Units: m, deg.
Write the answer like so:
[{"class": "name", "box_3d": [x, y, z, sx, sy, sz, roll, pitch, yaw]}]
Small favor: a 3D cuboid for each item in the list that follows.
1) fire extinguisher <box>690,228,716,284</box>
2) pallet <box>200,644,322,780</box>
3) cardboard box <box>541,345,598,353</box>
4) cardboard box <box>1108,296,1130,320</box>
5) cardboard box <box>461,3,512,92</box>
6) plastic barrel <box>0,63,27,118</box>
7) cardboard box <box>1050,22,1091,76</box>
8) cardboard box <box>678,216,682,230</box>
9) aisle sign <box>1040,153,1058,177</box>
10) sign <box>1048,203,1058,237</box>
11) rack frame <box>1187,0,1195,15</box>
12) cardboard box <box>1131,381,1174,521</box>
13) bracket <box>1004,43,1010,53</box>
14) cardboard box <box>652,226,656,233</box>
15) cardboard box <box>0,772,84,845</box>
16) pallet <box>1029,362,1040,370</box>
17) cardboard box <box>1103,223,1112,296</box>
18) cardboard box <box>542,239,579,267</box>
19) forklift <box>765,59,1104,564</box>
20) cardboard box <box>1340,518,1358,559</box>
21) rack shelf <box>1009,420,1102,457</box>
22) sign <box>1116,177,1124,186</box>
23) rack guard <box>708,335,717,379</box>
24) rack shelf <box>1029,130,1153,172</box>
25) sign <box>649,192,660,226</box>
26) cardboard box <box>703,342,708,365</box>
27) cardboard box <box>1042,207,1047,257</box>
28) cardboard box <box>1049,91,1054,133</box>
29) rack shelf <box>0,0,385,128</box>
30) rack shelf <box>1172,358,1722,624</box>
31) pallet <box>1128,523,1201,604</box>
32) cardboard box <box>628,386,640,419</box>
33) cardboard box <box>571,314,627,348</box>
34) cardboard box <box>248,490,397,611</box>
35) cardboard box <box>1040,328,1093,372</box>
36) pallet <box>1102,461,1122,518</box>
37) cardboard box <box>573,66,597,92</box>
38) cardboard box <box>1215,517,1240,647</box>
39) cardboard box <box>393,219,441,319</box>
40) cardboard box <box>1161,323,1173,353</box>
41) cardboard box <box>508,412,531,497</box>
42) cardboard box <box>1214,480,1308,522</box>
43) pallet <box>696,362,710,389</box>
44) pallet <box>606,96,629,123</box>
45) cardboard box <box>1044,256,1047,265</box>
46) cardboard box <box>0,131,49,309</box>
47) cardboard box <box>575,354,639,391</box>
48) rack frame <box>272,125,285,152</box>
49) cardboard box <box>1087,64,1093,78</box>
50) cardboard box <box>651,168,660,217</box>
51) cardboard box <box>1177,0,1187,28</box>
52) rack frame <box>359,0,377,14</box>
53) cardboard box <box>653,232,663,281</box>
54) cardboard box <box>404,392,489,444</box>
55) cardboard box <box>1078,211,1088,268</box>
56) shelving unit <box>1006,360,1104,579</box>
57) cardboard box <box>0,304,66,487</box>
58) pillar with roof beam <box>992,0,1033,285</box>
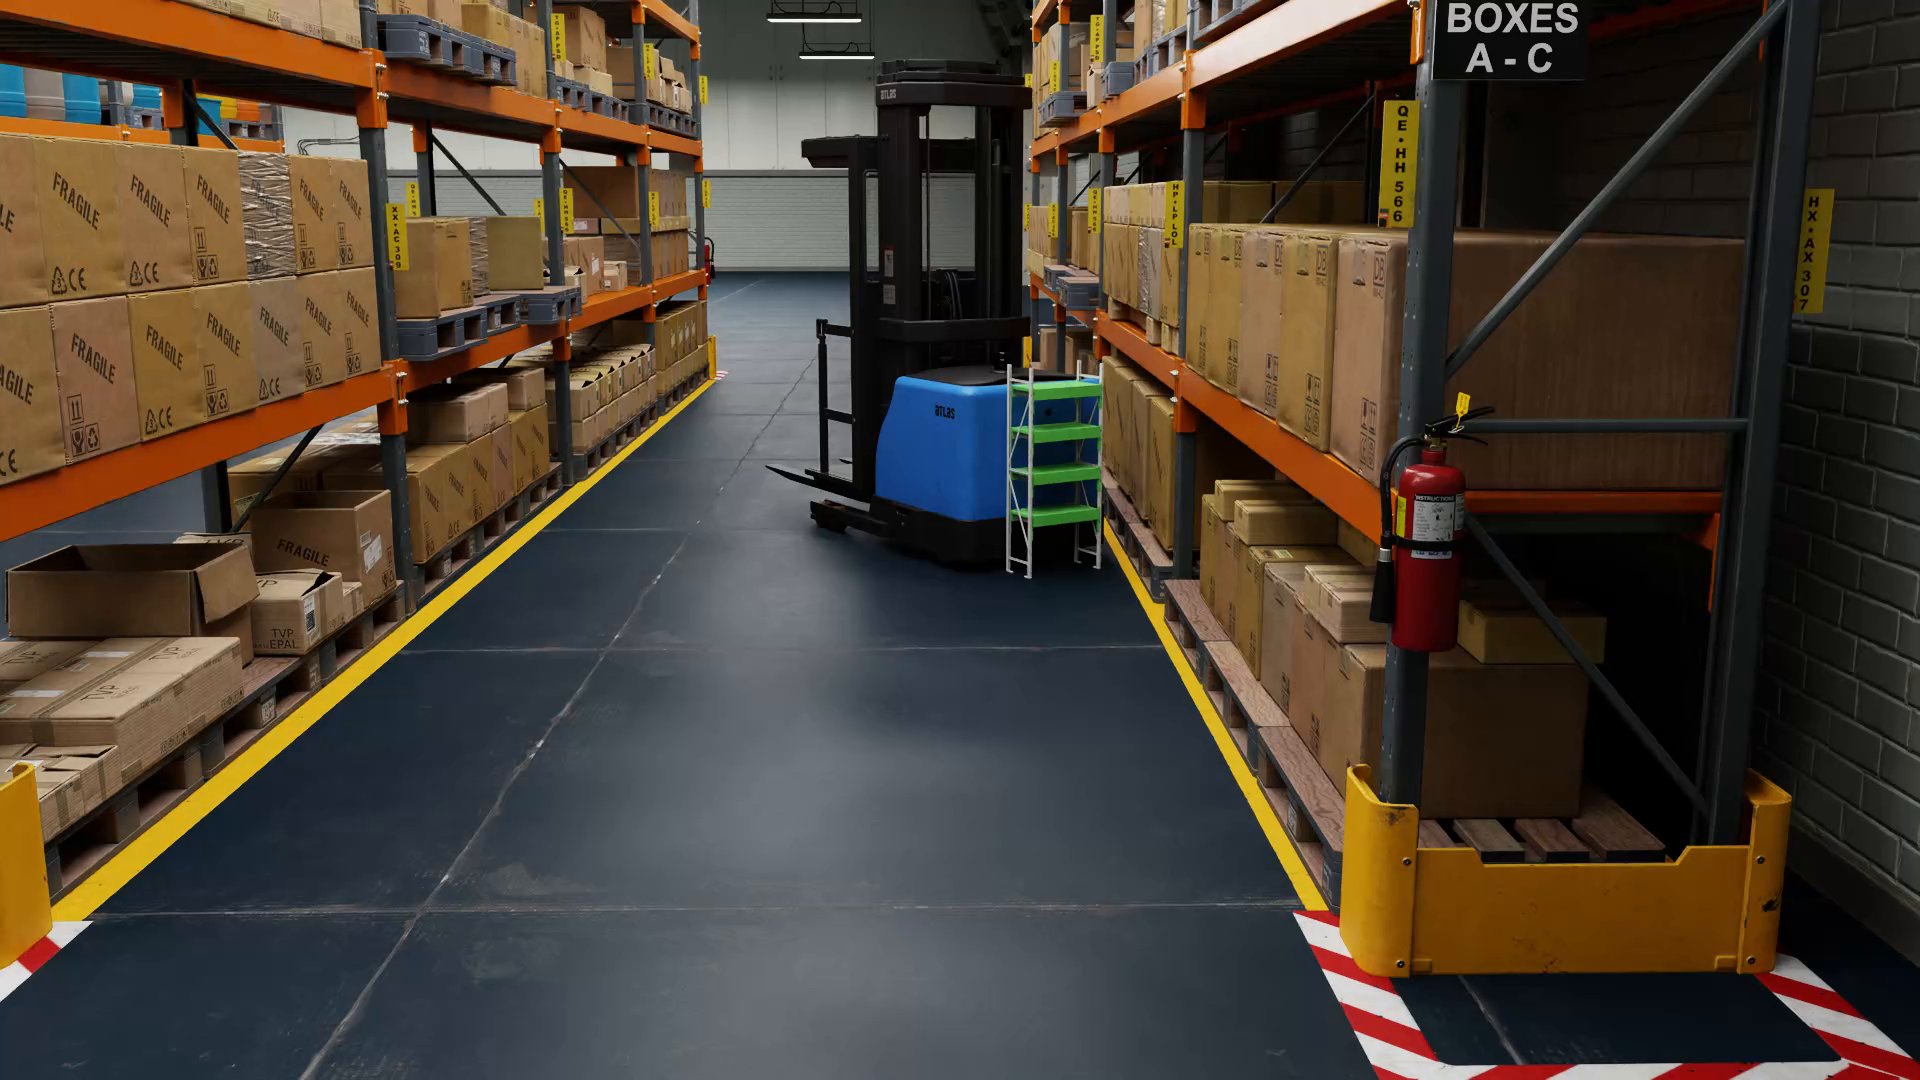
[{"class": "fire extinguisher", "box_3d": [-3.123, -3.448, 20.207, 0.296, 0.674, 0.183, 0, 11, -1]}, {"class": "pallet", "box_3d": [-3.295, 0.671, 6.722, 1.003, 0.211, 1.213, 0, 11, -1]}, {"class": "cardboard box", "box_3d": [-3.742, -1.716, 15.921, 0.500, 0.311, 0.500, 0, 11, -1]}, {"class": "cardboard box", "box_3d": [1.226, -1.609, 11.526, 0.380, 0.149, 0.250, 0, 11, 1]}, {"class": "cardboard box", "box_3d": [-3.355, -3.098, 10.492, 0.910, 0.500, 0.500, 0, 11, -1]}, {"class": "plastic barrel", "box_3d": [-8.200, -4.002, 13.935, 0.600, 0.901, 0.708, 0, 11, -1]}, {"class": "cardboard box", "box_3d": [1.169, -4.804, 16.335, 0.500, 0.500, 0.500, -1, 12, -6]}, {"class": "cardboard box", "box_3d": [-3.371, -3.600, 18.876, 0.380, 0.149, 0.250, 0, 11, 0]}, {"class": "aisle sign", "box_3d": [1.067, -4.769, 19.984, 0.394, 0.787, 0.004, 0, 11, -1]}, {"class": "sign", "box_3d": [0.908, -3.107, 16.154, 0.100, 0.325, 0.005, 0, 11, -1]}, {"class": "rack frame", "box_3d": [1.616, -4.037, 7.824, 1.000, 3.000, 0.127, 0, 11, -1]}, {"class": "cardboard box", "box_3d": [1.451, -0.554, 10.098, 0.750, 0.750, 0.750, 0, 11, 1]}, {"class": "bracket", "box_3d": [1.334, -13.418, 45.012, 0.076, 0.066, 4.783, 0, 11, -1]}, {"class": "cardboard box", "box_3d": [-3.333, -3.240, 17.103, 0.380, 0.149, 0.250, 0, 11, -2]}, {"class": "cardboard box", "box_3d": [-2.919, 0.816, 5.054, 0.380, 0.149, 0.250, 0, 11, -1]}, {"class": "pallet", "box_3d": [1.351, -1.939, 19.584, 1.003, 0.211, 1.213, 0, 11, -1]}, {"class": "cardboard box", "box_3d": [1.287, -1.999, 11.817, 0.500, 0.500, 0.500, 0, 11, 1]}, {"class": "cardboard box", "box_3d": [-3.470, -2.253, 13.870, 0.500, 0.500, 0.500, -1, 11, -4]}, {"class": "forklift", "box_3d": [-0.334, -1.542, 10.790, 1.130, 2.935, 3.031, -7, 13, -31]}, {"class": "cardboard box", "box_3d": [1.754, -0.017, 6.699, 0.380, 0.149, 0.250, 0, 11, -2]}, {"class": "rack shelf", "box_3d": [0.545, -0.586, 9.543, 0.480, 0.148, 0.258, -7, 13, -31]}, {"class": "sign", "box_3d": [1.923, -4.203, 20.023, 0.100, 0.325, 0.005, 0, 11, -1]}, {"class": "rack guard", "box_3d": [-3.585, -2.241, 20.346, 1.175, 0.500, 0.348, 0, 11, -1]}, {"class": "rack shelf", "box_3d": [1.409, -4.202, 17.992, 1.077, 0.370, 4.000, 0, 11, -1]}, {"class": "sign", "box_3d": [-2.960, -3.199, 16.068, 0.100, 0.325, 0.005, 0, 11, -1]}, {"class": "cardboard box", "box_3d": [-3.278, -2.214, 19.787, 0.500, 0.250, 0.500, 0, 11, -1]}, {"class": "cardboard box", "box_3d": [1.116, -3.183, 17.143, 0.500, 0.500, 0.500, 0, 11, -1]}, {"class": "cardboard box", "box_3d": [1.195, -4.416, 16.934, 0.500, 0.500, 0.500, -1, 12, -6]}, {"class": "rack shelf", "box_3d": [-3.295, -1.796, 6.130, 1.077, 0.370, 4.000, 0, 11, -1]}, {"class": "rack shelf", "box_3d": [1.657, -0.347, 6.532, 1.077, 0.370, 4.000, 0, 11, -1]}, {"class": "pallet", "box_3d": [1.525, 0.117, 9.452, 1.003, 0.211, 1.213, 0, 11, -1]}, {"class": "cardboard box", "box_3d": [-3.184, -1.241, 14.989, 0.500, 0.250, 0.500, 0, 11, 0]}, {"class": "cardboard box", "box_3d": [-3.729, -2.082, 17.252, 0.500, 0.500, 0.500, 0, 11, -1]}, {"class": "cardboard box", "box_3d": [-3.041, 0.046, 7.969, 0.500, 0.500, 0.500, 0, 11, -1]}, {"class": "cardboard box", "box_3d": [1.269, -2.075, 18.425, 0.700, 0.500, 0.500, -1, 12, -5]}, {"class": "pallet", "box_3d": [1.474, -0.368, 11.843, 1.003, 0.211, 1.213, 0, 11, -1]}, {"class": "cardboard box", "box_3d": [-3.485, -4.037, 14.688, 0.500, 0.250, 0.500, -1, 12, -7]}, {"class": "cardboard box", "box_3d": [1.536, 0.172, 7.400, 0.700, 0.500, 0.500, 0, 11, -2]}, {"class": "cardboard box", "box_3d": [-3.123, -1.425, 8.733, 0.700, 0.500, 0.500, -4, 12, -20]}, {"class": "cardboard box", "box_3d": [1.297, -1.099, 9.016, 0.380, 0.149, 0.250, 0, 11, 0]}, {"class": "cardboard box", "box_3d": [-3.155, -0.573, 11.022, 0.500, 0.500, 0.500, -1, 11, -3]}, {"class": "cardboard box", "box_3d": [1.354, -0.177, 7.489, 0.380, 0.149, 0.250, 0, 11, 1]}, {"class": "pallet", "box_3d": [-3.527, -1.943, 19.603, 1.003, 0.211, 1.213, 0, 11, -1]}, {"class": "pallet", "box_3d": [-3.471, -3.867, 15.012, 0.805, 0.209, 1.217, -1, 11, -3]}, {"class": "cardboard box", "box_3d": [1.136, -2.815, 17.218, 0.500, 0.250, 0.500, 0, 11, -1]}, {"class": "cardboard box", "box_3d": [-2.999, -0.909, 4.728, 0.500, 0.500, 0.500, 0, 11, 1]}, {"class": "cardboard box", "box_3d": [-3.182, -1.517, 14.941, 0.500, 0.311, 0.500, 0, 11, -1]}, {"class": "rack frame", "box_3d": [-8.537, -3.441, 19.978, 1.000, 3.000, 0.127, 0, 11, -1]}, {"class": "cardboard box", "box_3d": [1.395, -4.088, 14.787, 0.500, 0.311, 0.500, 0, 11, 1]}, {"class": "cardboard box", "box_3d": [-3.539, -3.639, 17.437, 0.700, 0.500, 0.500, 0, 11, -1]}, {"class": "cardboard box", "box_3d": [1.631, -3.117, 9.477, 0.700, 0.500, 0.500, 0, 11, -2]}, {"class": "rack frame", "box_3d": [-3.337, -4.016, 7.720, 1.000, 3.000, 0.127, 0, 11, -1]}, {"class": "cardboard box", "box_3d": [-3.541, -3.008, 17.588, 0.700, 0.500, 0.500, 0, 11, 0]}, {"class": "cardboard box", "box_3d": [-3.124, -0.730, 9.905, 0.500, 0.250, 0.500, 0, 11, -1]}, {"class": "cardboard box", "box_3d": [1.431, -2.739, 15.158, 0.700, 0.500, 0.500, 1, 12, 5]}, {"class": "shelving unit", "box_3d": [0.545, -0.413, 9.578, 0.503, 1.200, 0.258, -7, 13, -31]}, {"class": "cardboard box", "box_3d": [-2.999, -0.419, 4.827, 0.500, 0.500, 0.500, 0, 11, 0]}, {"class": "pillar with roof beam", "box_3d": [-2.553, -11.040, 42.342, 9.100, 9.000, 0.548, 0, 11, -1]}]
